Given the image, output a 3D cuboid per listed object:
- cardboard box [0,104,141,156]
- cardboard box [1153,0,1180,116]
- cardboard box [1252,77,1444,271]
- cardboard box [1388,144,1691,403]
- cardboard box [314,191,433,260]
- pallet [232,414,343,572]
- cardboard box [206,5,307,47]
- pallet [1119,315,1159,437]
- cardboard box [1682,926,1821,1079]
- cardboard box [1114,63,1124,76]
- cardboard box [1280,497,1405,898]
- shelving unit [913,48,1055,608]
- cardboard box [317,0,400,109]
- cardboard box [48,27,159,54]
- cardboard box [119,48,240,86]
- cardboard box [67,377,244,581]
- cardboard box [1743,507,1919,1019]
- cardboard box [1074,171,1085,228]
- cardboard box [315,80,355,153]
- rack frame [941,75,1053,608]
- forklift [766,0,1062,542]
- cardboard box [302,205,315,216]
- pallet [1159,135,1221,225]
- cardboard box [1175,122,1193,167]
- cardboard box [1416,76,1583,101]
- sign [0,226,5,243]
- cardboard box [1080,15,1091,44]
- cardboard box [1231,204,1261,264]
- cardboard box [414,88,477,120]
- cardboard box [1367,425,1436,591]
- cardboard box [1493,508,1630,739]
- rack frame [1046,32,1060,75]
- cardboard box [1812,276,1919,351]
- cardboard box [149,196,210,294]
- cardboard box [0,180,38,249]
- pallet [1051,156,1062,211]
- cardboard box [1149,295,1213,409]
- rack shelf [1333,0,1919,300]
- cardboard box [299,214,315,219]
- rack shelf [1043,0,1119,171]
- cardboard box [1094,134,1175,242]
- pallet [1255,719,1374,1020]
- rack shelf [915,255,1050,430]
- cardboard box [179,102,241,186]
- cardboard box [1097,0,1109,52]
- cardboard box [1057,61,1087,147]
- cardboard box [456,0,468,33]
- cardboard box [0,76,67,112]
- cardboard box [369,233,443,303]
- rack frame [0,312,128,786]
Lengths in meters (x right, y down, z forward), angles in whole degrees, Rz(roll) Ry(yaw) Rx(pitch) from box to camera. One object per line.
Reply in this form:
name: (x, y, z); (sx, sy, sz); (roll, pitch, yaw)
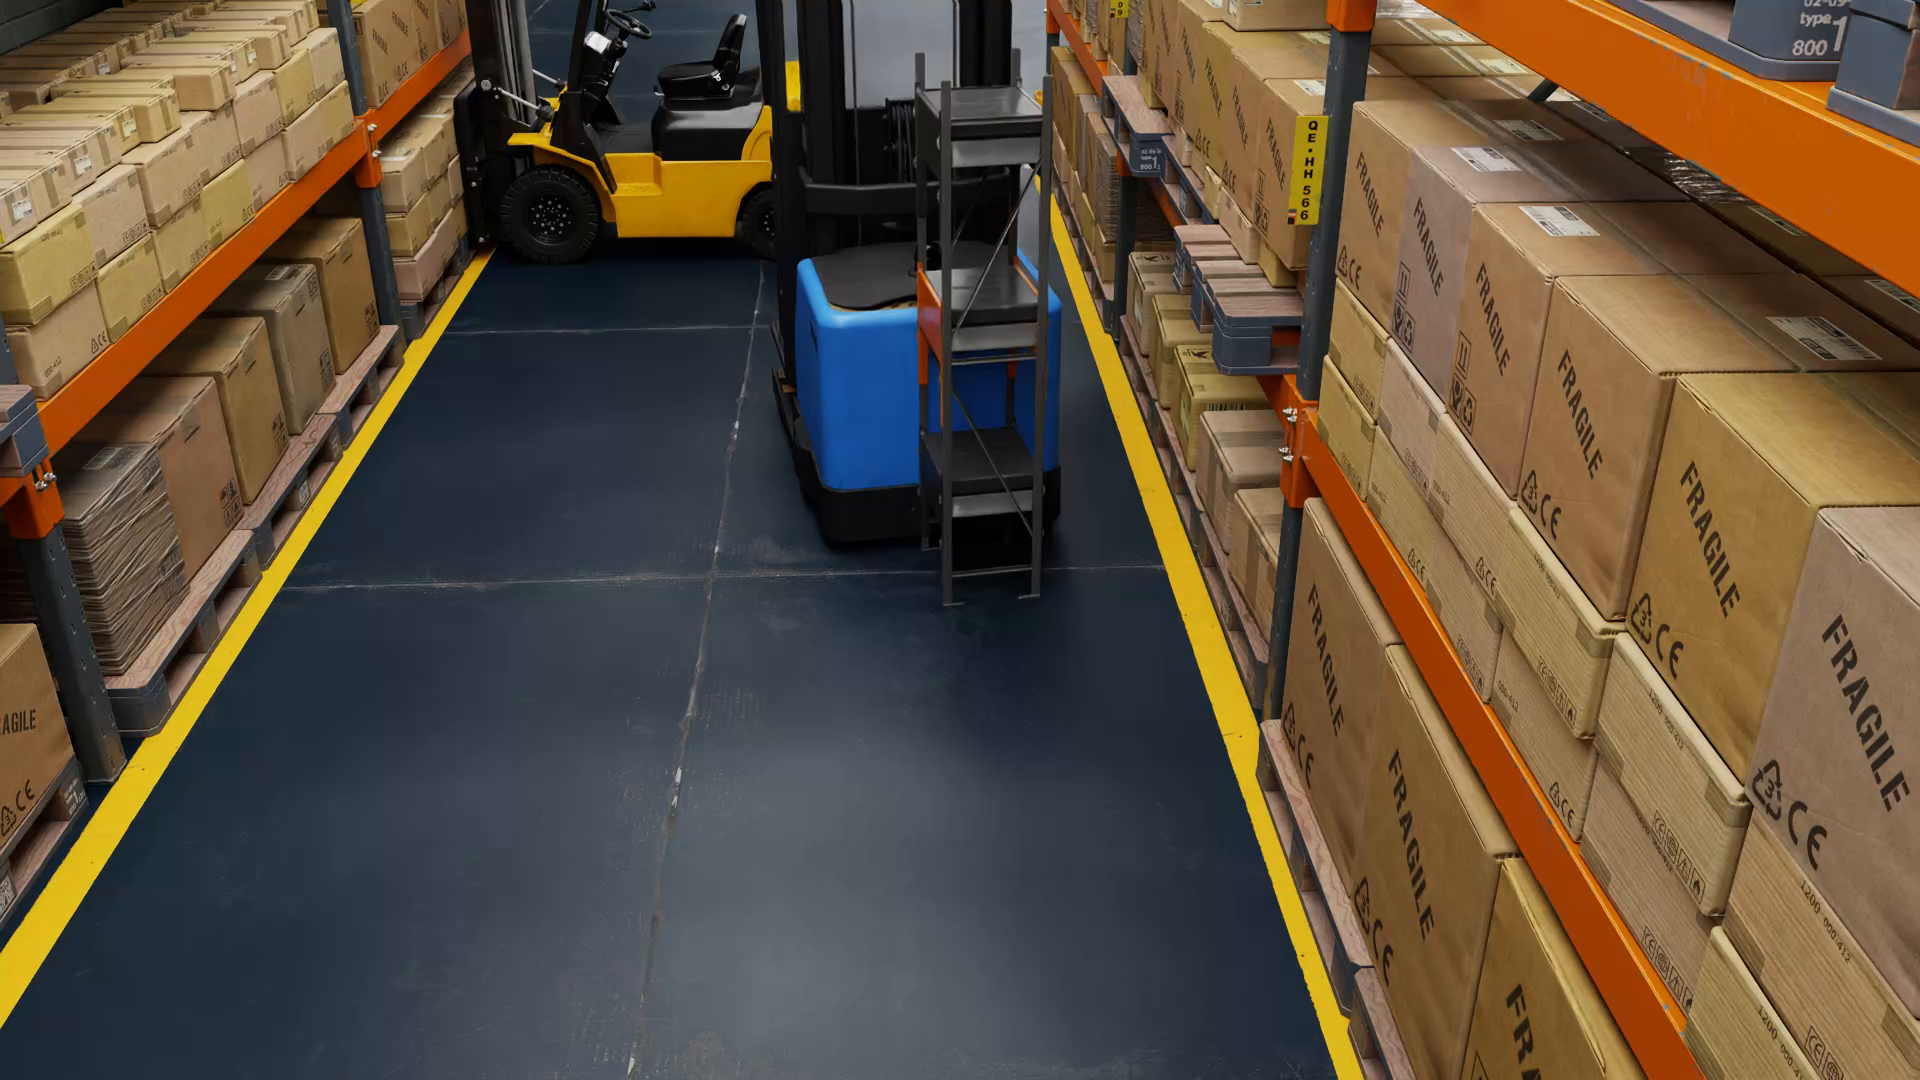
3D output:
cardboard box: (-3.225, -1.477, 6.029); (0.380, 0.149, 0.250); (-1, 28, -2)
cardboard box: (1.146, -2.162, 7.267); (0.500, 0.500, 0.500); (-2, 28, -3)
cardboard box: (1.276, -1.201, 5.425); (0.500, 0.500, 0.500); (-2, 28, -4)
cardboard box: (1.395, -0.661, 4.083); (0.500, 0.500, 0.500); (-1, 28, -2)
cardboard box: (-3.305, -1.781, 9.399); (0.500, 0.250, 0.500); (-2, 28, -3)
pallet: (-3.444, -0.221, 7.445); (1.003, 0.211, 1.213); (-1, 28, -3)
cardboard box: (-3.317, -2.422, 7.840); (0.380, 0.149, 0.250); (-2, 28, -3)
pallet: (1.411, -0.887, 8.722); (1.003, 0.211, 1.213); (-1, 28, -3)
cardboard box: (1.486, 0.842, 2.554); (0.500, 0.250, 0.500); (-2, 28, -3)
cardboard box: (1.048, -2.512, 9.095); (0.380, 0.149, 0.250); (-2, 28, -3)
cardboard box: (1.531, 0.441, 5.003); (0.875, 0.875, 0.875); (-2, 28, -3)
shelving unit: (0.080, -0.789, 6.492); (0.431, 2.100, 0.503); (-5, 28, -10)
cardboard box: (-3.350, -2.617, 8.915); (0.500, 0.500, 0.500); (-2, 28, -4)
cardboard box: (-3.776, -2.168, 7.353); (0.380, 0.149, 0.250); (-2, 28, -3)
cardboard box: (-3.252, -1.951, 6.938); (0.380, 0.149, 0.250); (-1, 28, -2)
cardboard box: (-3.440, -0.237, 6.575); (0.875, 0.625, 0.625); (-1, 28, -1)
cardboard box: (1.478, 0.285, 2.270); (0.500, 0.500, 0.500); (-1, 28, -2)
cardboard box: (1.010, -2.197, 10.738); (0.500, 0.250, 0.500); (-1, 28, -2)
cardboard box: (-3.300, -2.068, 8.134); (0.500, 0.250, 0.500); (-1, 28, -1)
rack frame: (0.130, -0.678, 6.280); (0.400, 2.100, 0.015); (-5, 28, -10)
forklift: (-0.360, -1.953, 7.825); (1.130, 2.935, 3.031); (-5, 28, -10)
cardboard box: (-3.807, -1.994, 9.268); (0.500, 0.250, 0.500); (-1, 28, -2)
pallet: (1.433, -1.464, 7.020); (1.003, 0.211, 1.213); (-1, 28, -3)
cardboard box: (1.122, -1.692, 7.068); (0.380, 0.149, 0.250); (0, 28, -1)
cardboard box: (1.785, -1.211, 5.445); (0.500, 0.500, 0.500); (-2, 28, -4)
sign: (-2.838, -1.010, 4.776); (0.100, 0.325, 0.005); (-1, 28, -3)
cardboard box: (0.958, -3.218, 10.448); (0.380, 0.149, 0.250); (-1, 28, -2)
cardboard box: (1.181, -1.093, 5.920); (0.380, 0.149, 0.250); (-2, 28, -3)
cardboard box: (-3.374, -2.711, 10.642); (0.500, 0.250, 0.500); (-2, 28, -4)
cardboard box: (1.396, -0.100, 4.361); (0.500, 0.250, 0.500); (-2, 28, -4)
cardboard box: (1.410, 0.153, 3.334); (0.500, 0.250, 0.500); (-1, 28, -2)
rack frame: (1.160, -4.330, 12.308); (1.000, 3.000, 0.127); (-1, 28, -3)
cardboard box: (1.939, -0.190, 3.182); (0.500, 0.500, 0.500); (-2, 28, -3)
cardboard box: (-3.213, -1.128, 6.332); (0.500, 0.250, 0.500); (-2, 28, -4)
cardboard box: (-3.102, -1.000, 5.114); (0.380, 0.149, 0.250); (-1, 28, -1)
pallet: (1.171, -2.682, 12.165); (1.003, 0.211, 1.213); (-1, 28, -3)
cardboard box: (1.440, -0.930, 8.176); (0.950, 0.372, 0.625); (0, 28, 1)
rack shelf: (1.682, -0.723, 2.926); (1.077, 0.370, 4.000); (-1, 28, -3)
cardboard box: (-3.818, -1.770, 9.378); (0.500, 0.250, 0.500); (-2, 28, -4)
rack shelf: (1.264, -3.087, 10.704); (1.077, 0.370, 4.000); (-1, 28, -3)
cardboard box: (1.070, -2.049, 9.643); (0.500, 0.500, 0.500); (-2, 28, -3)
pallet: (1.544, 0.967, 5.168); (1.003, 0.211, 1.213); (-1, 28, -3)
rack shelf: (0.080, -0.777, 6.498); (0.431, 0.518, 0.480); (-5, 28, -10)
cardboard box: (-3.244, -1.589, 6.674); (0.500, 0.250, 0.500); (-1, 28, -2)
cardboard box: (1.064, -3.096, 9.512); (0.500, 0.500, 0.500); (0, 28, -1)
cardboard box: (0.959, -2.998, 11.463); (0.500, 0.500, 0.500); (-2, 28, -5)
cardboard box: (-3.464, -3.555, 10.715); (0.500, 0.500, 0.500); (-2, 28, -4)
cardboard box: (-3.698, -1.700, 6.456); (0.380, 0.149, 0.250); (-1, 28, -1)
cardboard box: (-3.283, -1.560, 9.516); (0.500, 0.250, 0.500); (-1, 28, -2)
rack frame: (-3.379, -0.514, 4.992); (1.000, 3.000, 0.127); (-1, 28, -3)
